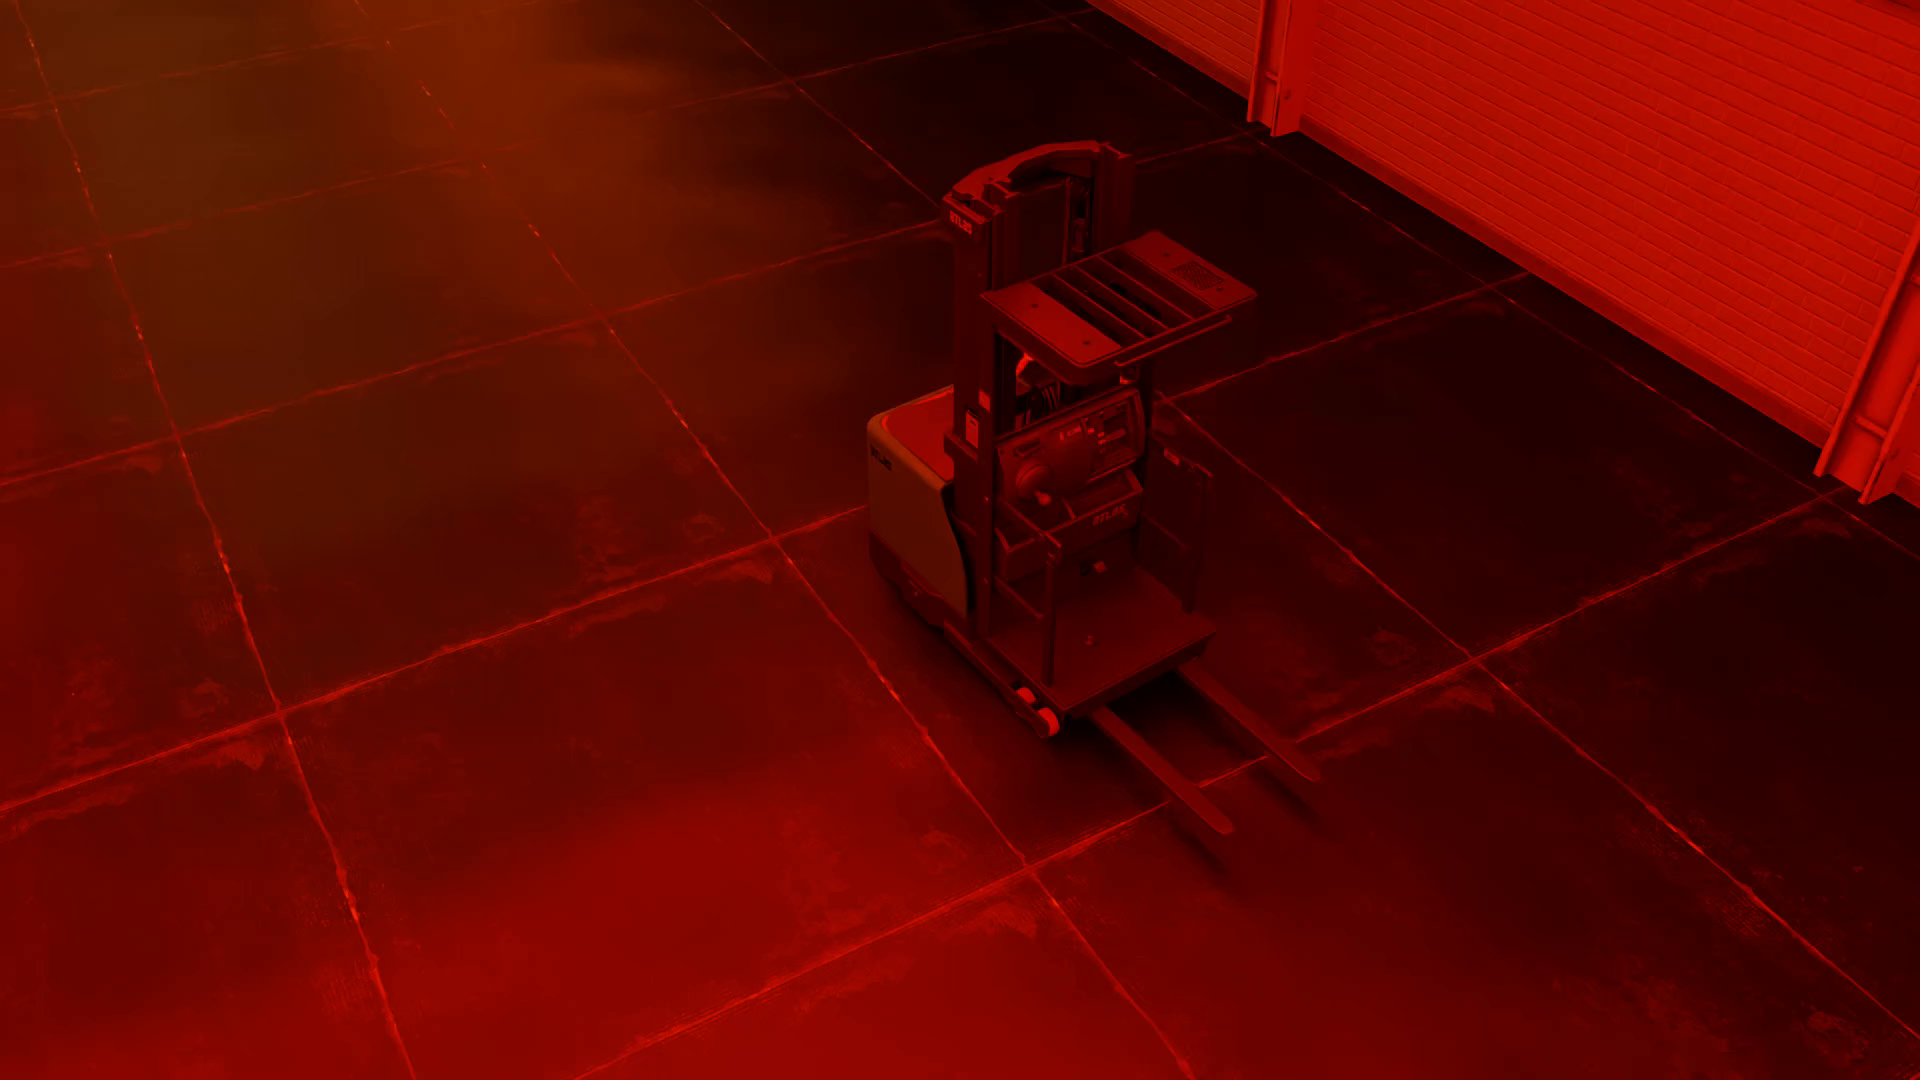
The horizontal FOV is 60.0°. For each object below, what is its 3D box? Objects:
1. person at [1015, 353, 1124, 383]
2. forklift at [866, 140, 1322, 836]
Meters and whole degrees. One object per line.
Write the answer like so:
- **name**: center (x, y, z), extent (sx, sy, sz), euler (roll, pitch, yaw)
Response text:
- **person**: center (0.621, -0.609, 9.912), extent (0.963, 1.349, 0.729), euler (29, 48, 31)
- **forklift**: center (0.710, -0.407, 8.526), extent (1.130, 2.935, 3.031), euler (-24, 45, -26)
